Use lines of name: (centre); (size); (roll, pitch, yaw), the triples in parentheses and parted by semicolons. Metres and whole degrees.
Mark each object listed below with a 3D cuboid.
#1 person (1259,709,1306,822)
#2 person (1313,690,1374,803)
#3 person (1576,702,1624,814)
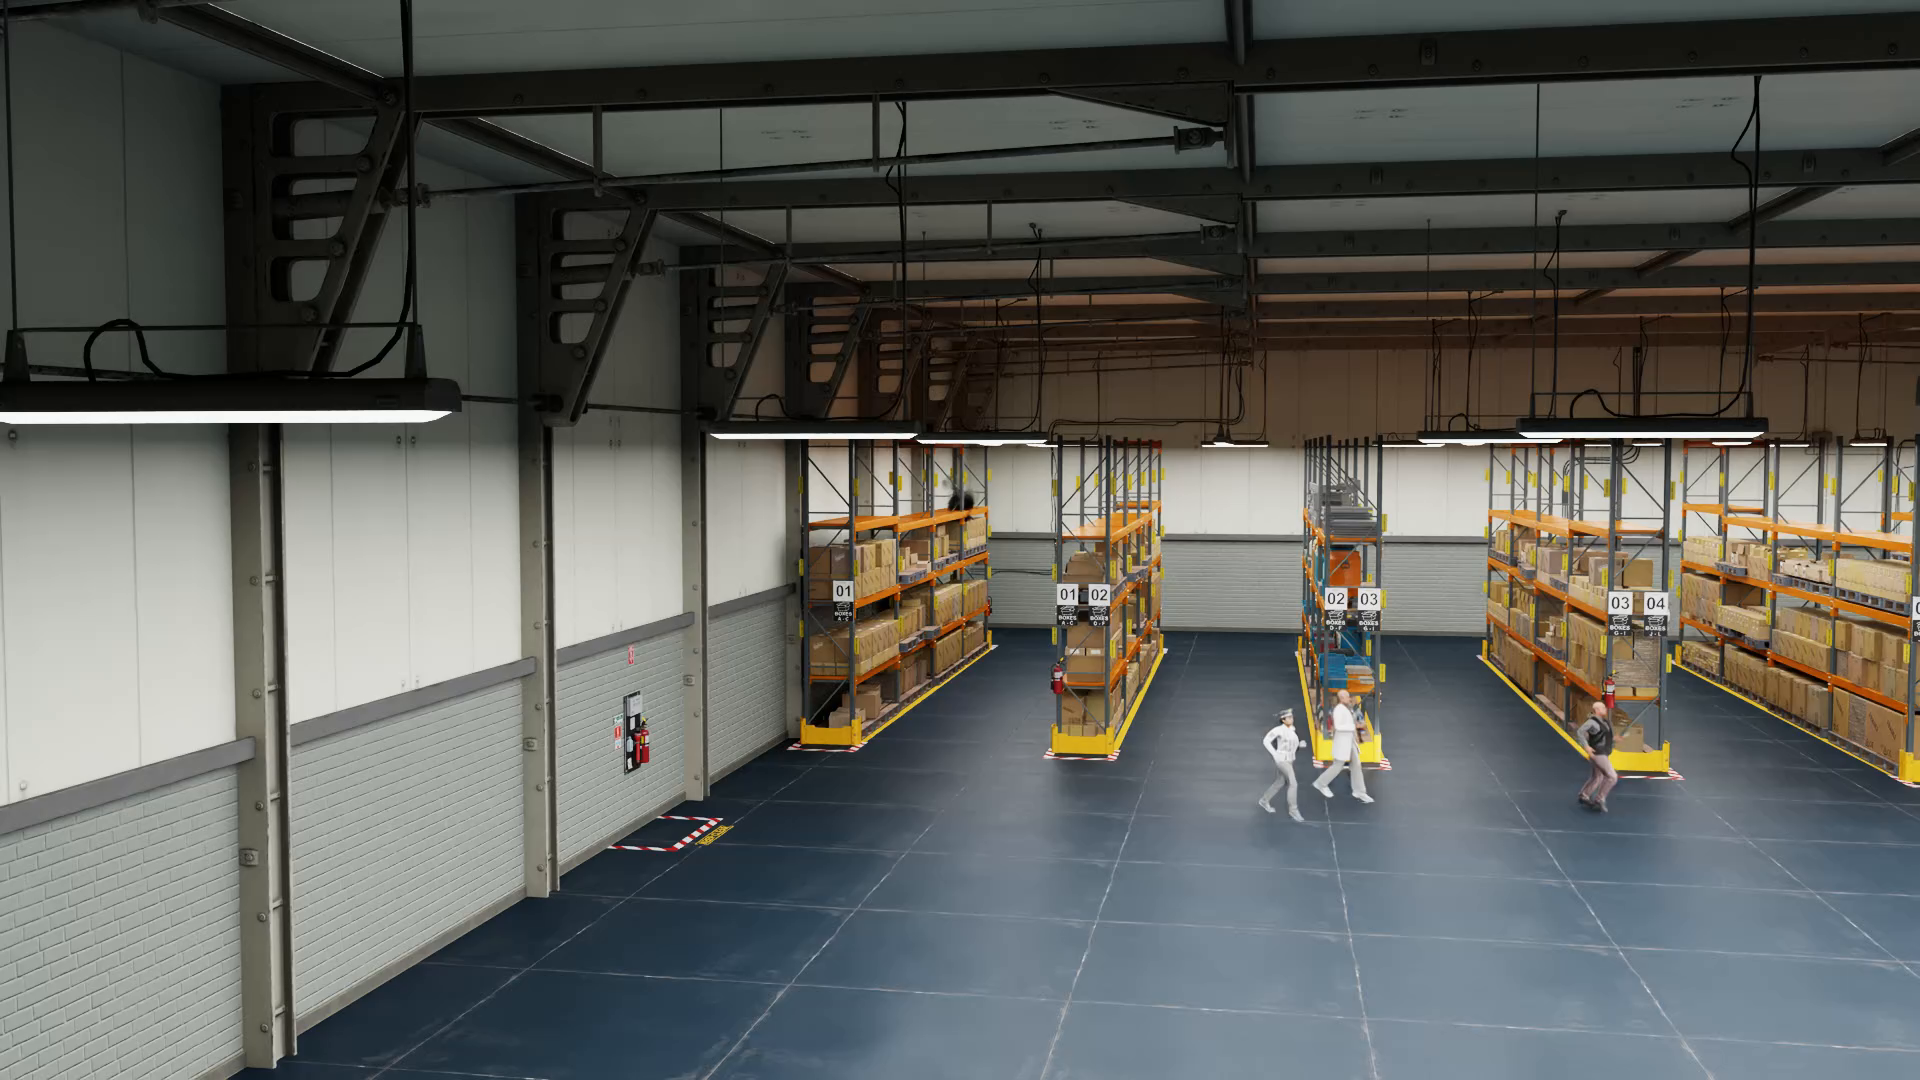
person: (5.056, 3.481, 25.909); (0.771, 1.743, 0.587); (2, 4, 36)
person: (6.241, 3.441, 27.077); (0.986, 1.614, 0.701); (2, 4, 35)
person: (10.135, 3.442, 26.332); (0.729, 1.756, 0.627); (2, 4, 38)
